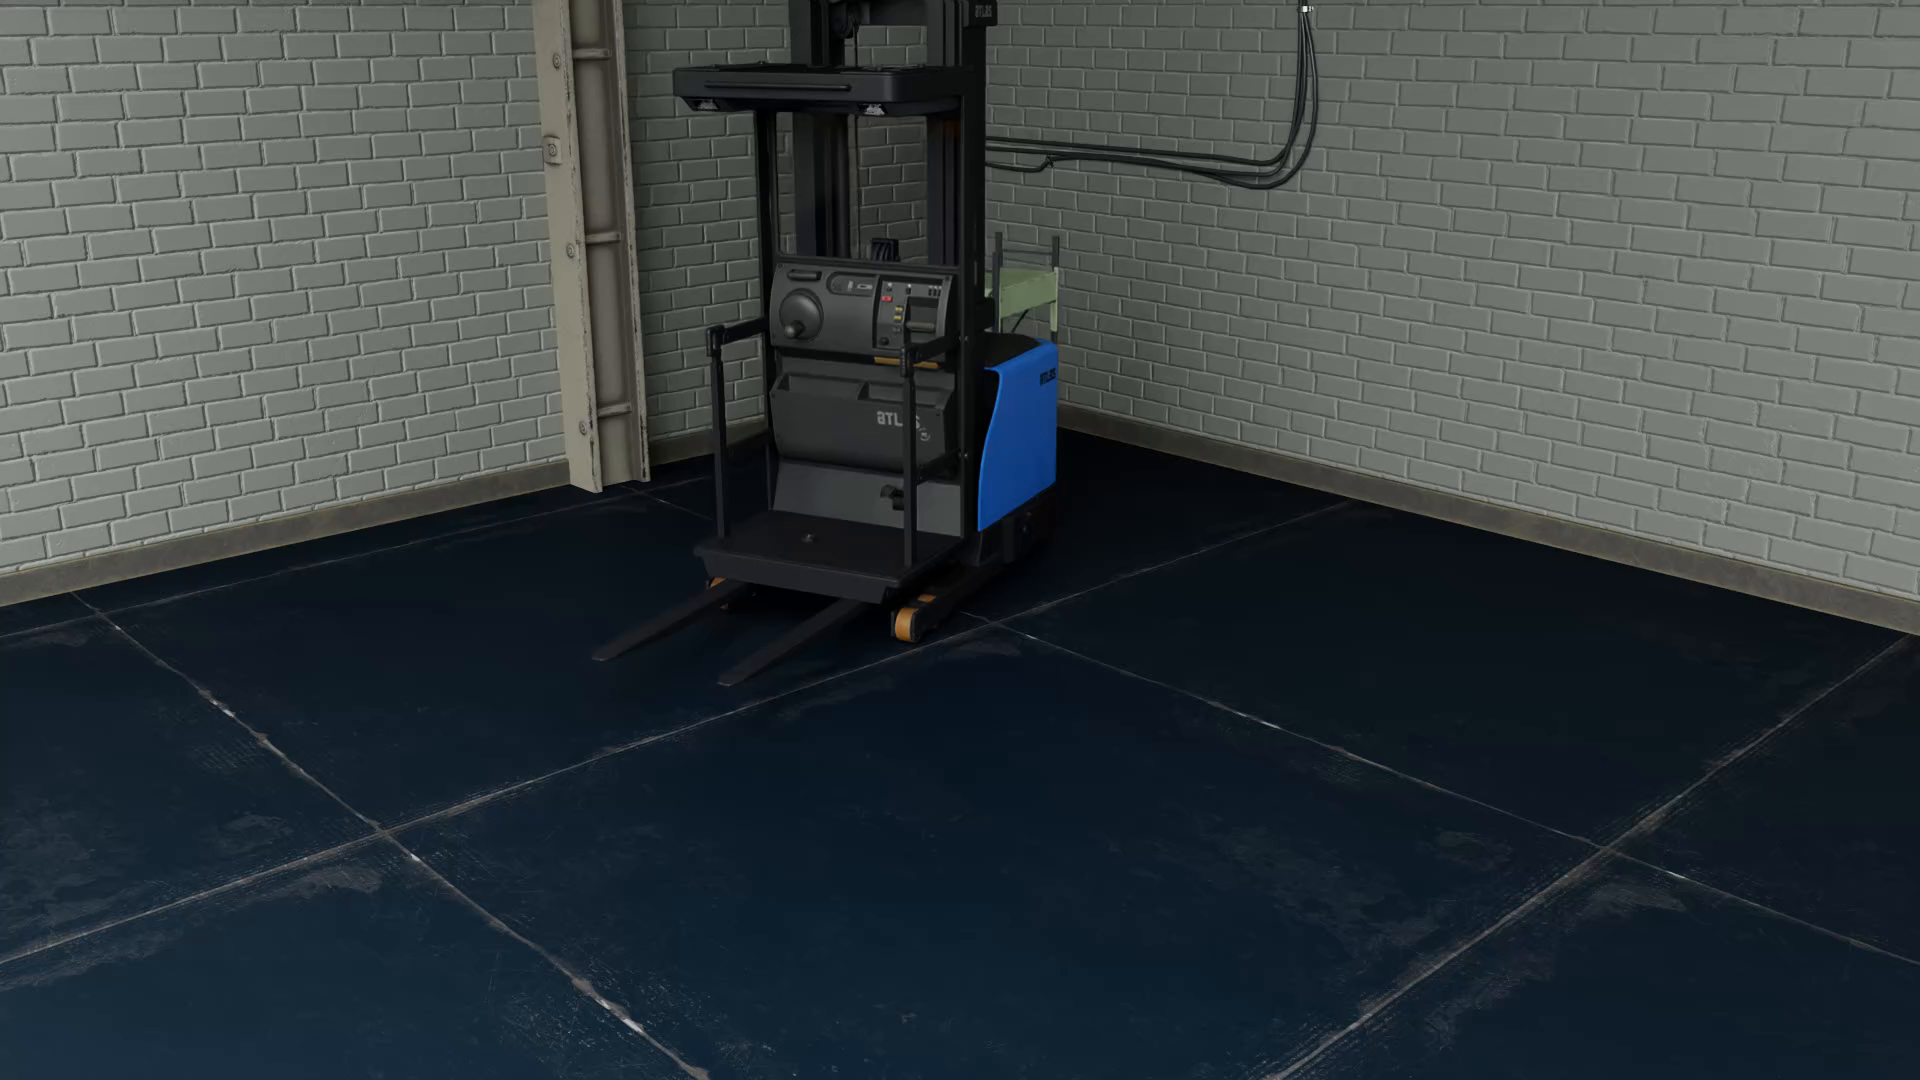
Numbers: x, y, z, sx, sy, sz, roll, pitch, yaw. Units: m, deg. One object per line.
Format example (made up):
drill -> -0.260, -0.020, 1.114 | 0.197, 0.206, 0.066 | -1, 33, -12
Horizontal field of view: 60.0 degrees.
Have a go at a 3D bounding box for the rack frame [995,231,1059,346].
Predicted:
rack frame -> 0.385, -1.042, 9.766 | 0.400, 1.500, 0.023 | 10, 20, 27

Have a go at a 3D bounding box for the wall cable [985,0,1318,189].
wall cable -> 0.926, -3.486, 10.180 | 0.112, 2.526, 3.097 | -16, 24, -41

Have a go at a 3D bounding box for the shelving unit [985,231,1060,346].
shelving unit -> 0.208, -0.943, 9.461 | 0.431, 1.500, 0.755 | 10, 20, 27

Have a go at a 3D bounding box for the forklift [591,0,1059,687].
forklift -> -0.556, -1.079, 7.559 | 1.130, 2.935, 3.031 | 8, 20, 24

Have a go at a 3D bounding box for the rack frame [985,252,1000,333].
rack frame -> 0.032, -0.844, 9.157 | 0.400, 1.500, 0.023 | 10, 20, 27

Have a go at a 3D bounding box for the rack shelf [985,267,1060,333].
rack shelf -> 0.208, -1.314, 9.341 | 0.431, 0.370, 0.720 | 10, 20, 27

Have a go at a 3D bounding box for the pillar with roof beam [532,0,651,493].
pillar with roof beam -> 0.835, -3.670, 5.714 | 0.400, 9.000, 9.100 | -16, 24, -41
